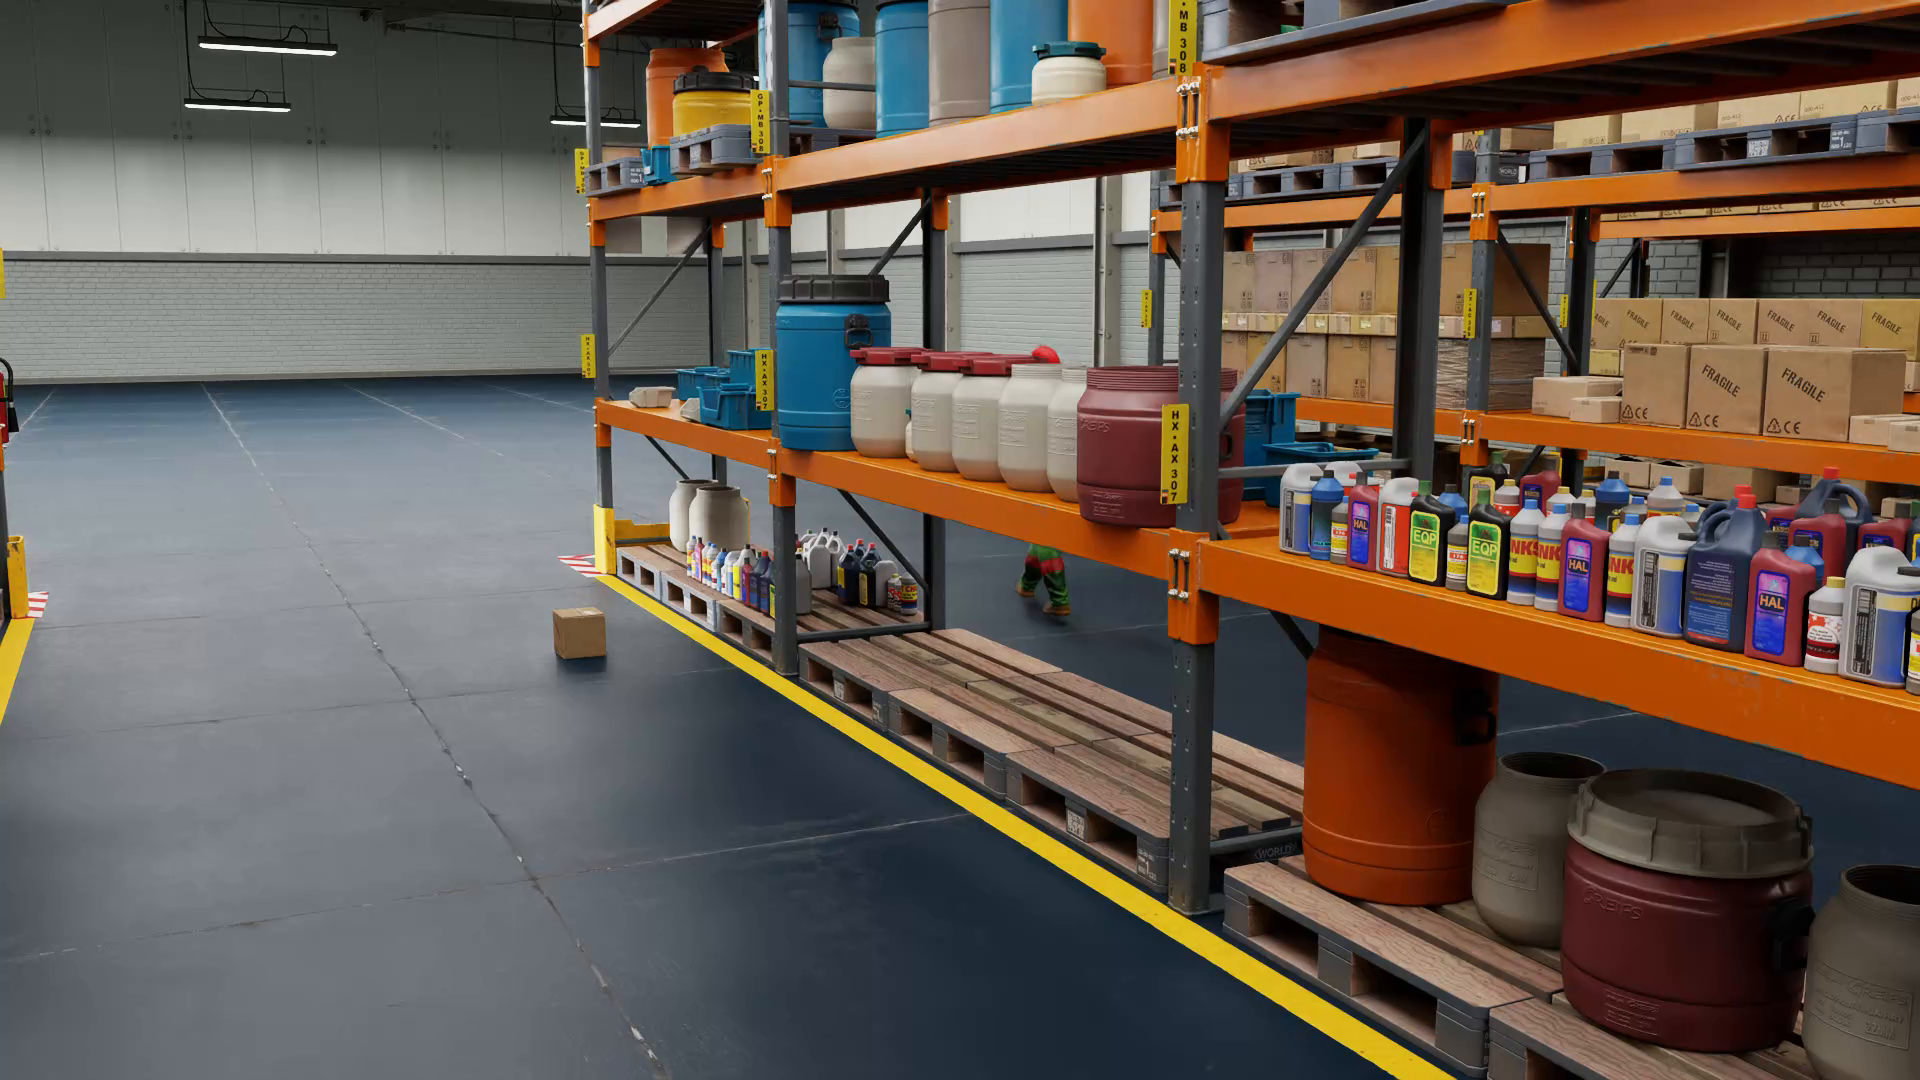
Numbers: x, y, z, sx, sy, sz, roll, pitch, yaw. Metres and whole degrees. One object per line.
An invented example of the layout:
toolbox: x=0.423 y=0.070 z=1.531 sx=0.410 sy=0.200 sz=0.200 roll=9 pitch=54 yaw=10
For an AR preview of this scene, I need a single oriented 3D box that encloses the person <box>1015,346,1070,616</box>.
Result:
person: x=0.489 y=-0.419 z=10.981 sx=0.590 sy=1.721 sz=1.050 roll=-4 pitch=9 yaw=-25
